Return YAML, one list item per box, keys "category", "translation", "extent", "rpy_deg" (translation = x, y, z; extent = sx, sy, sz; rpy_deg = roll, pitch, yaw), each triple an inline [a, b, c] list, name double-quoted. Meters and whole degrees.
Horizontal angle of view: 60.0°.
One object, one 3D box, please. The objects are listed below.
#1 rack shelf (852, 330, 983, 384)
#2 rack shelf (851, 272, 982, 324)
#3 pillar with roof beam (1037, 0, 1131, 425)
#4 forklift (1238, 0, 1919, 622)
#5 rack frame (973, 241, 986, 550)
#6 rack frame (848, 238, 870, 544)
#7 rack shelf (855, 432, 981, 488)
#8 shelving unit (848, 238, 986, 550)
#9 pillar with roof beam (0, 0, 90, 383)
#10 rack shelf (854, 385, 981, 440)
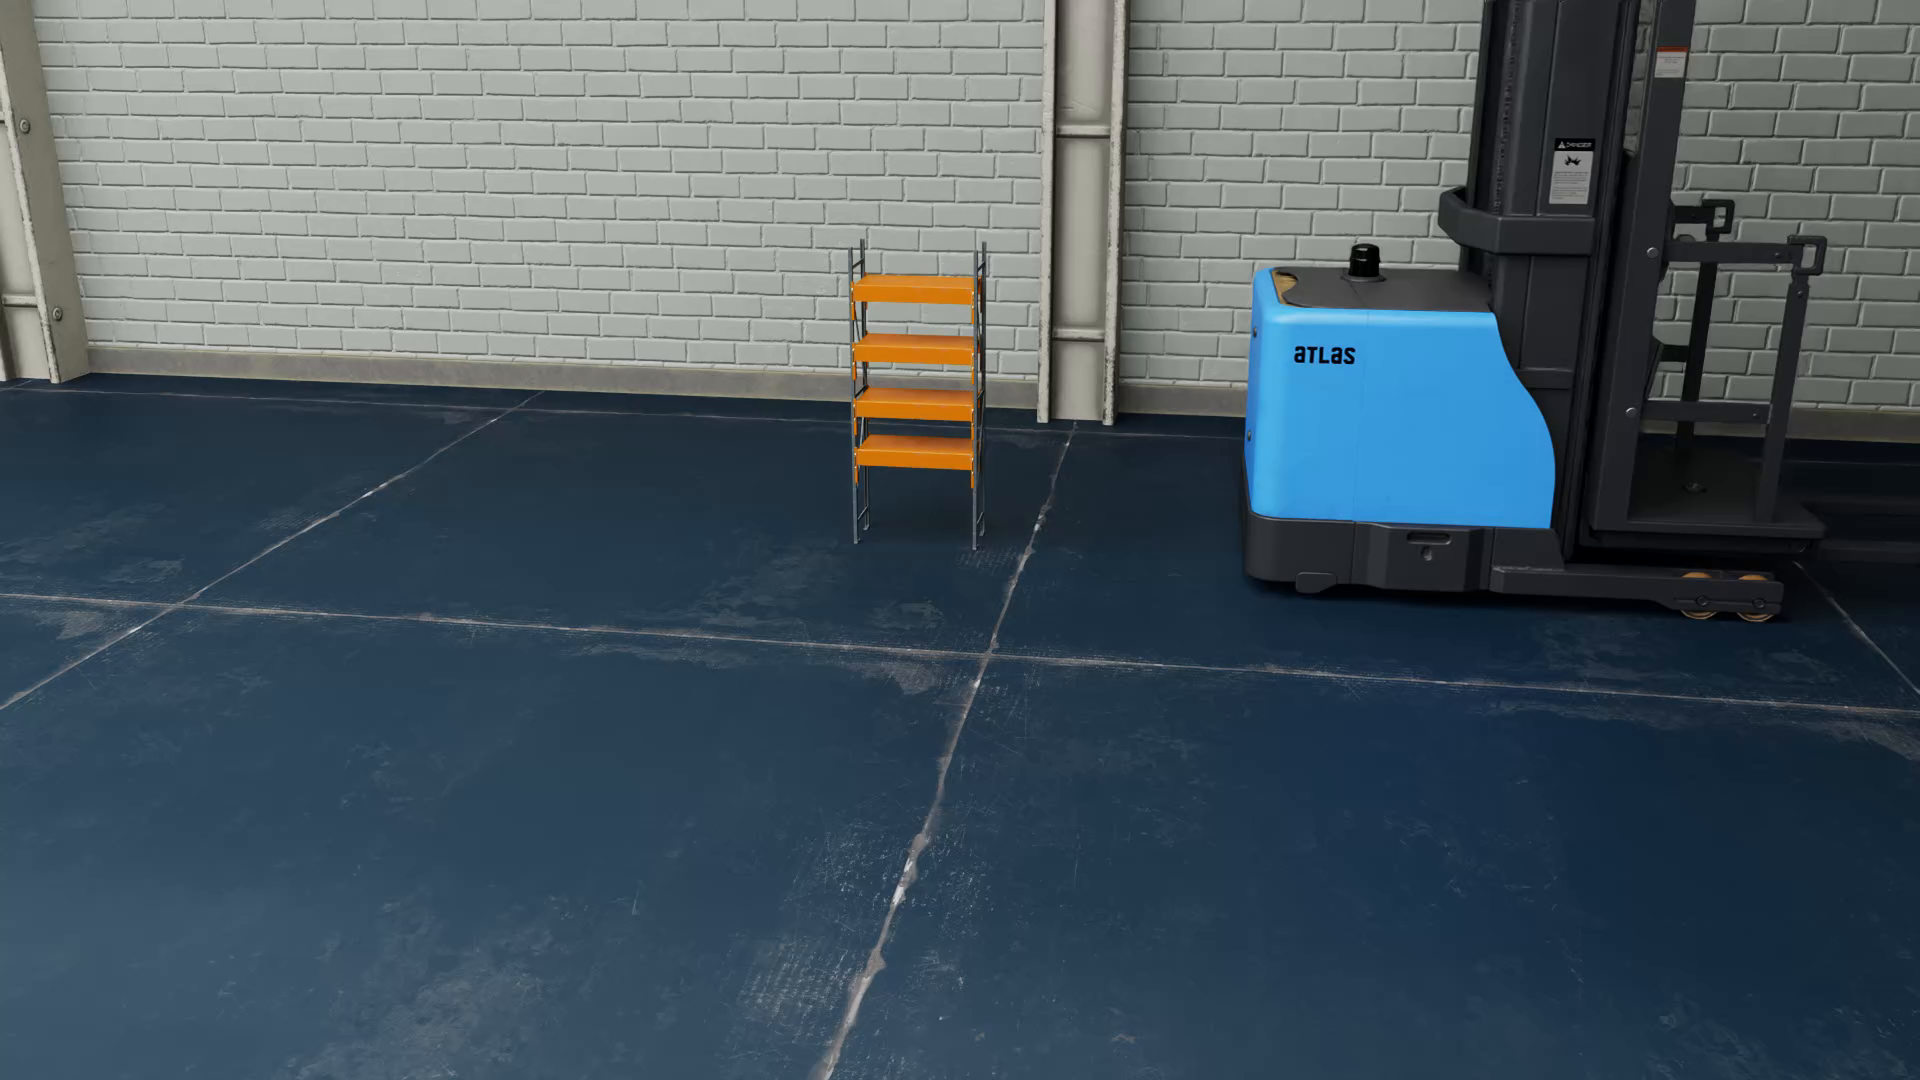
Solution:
- category: "rack shelf"
  translation: [-0.163, -0.726, 6.588]
  extent: [0.480, 0.148, 0.258]
  rpy_deg: [3, 19, 9]
- category: "rack shelf"
  translation: [-0.163, -0.950, 6.513]
  extent: [0.480, 0.148, 0.258]
  rpy_deg: [3, 19, 9]
- category: "pillar with roof beam"
  translation: [-0.062, -3.569, 3.287]
  extent: [0.400, 9.000, 9.100]
  rpy_deg: [3, 19, 9]
- category: "forklift"
  translation: [2.623, -1.277, 6.001]
  extent: [3.031, 2.935, 1.130]
  rpy_deg: [2, 19, 7]
- category: "rack frame"
  translation: [0.077, -0.565, 6.601]
  extent: [0.015, 1.200, 0.240]
  rpy_deg: [3, 19, 9]
- category: "rack frame"
  translation: [-0.404, -0.590, 6.674]
  extent: [0.015, 1.200, 0.240]
  rpy_deg: [3, 19, 9]
- category: "rack shelf"
  translation: [-0.163, -0.325, 6.722]
  extent: [0.480, 0.148, 0.258]
  rpy_deg: [3, 19, 9]
- category: "shelving unit"
  translation: [-0.163, -0.577, 6.638]
  extent: [0.503, 1.200, 0.258]
  rpy_deg: [3, 19, 9]
- category: "pillar with roof beam"
  translation: [-5.986, -3.871, 4.189]
  extent: [0.400, 9.000, 9.100]
  rpy_deg: [3, 19, 9]
- category: "rack shelf"
  translation: [-0.163, -0.514, 6.659]
  extent: [0.480, 0.148, 0.258]
  rpy_deg: [3, 19, 9]
